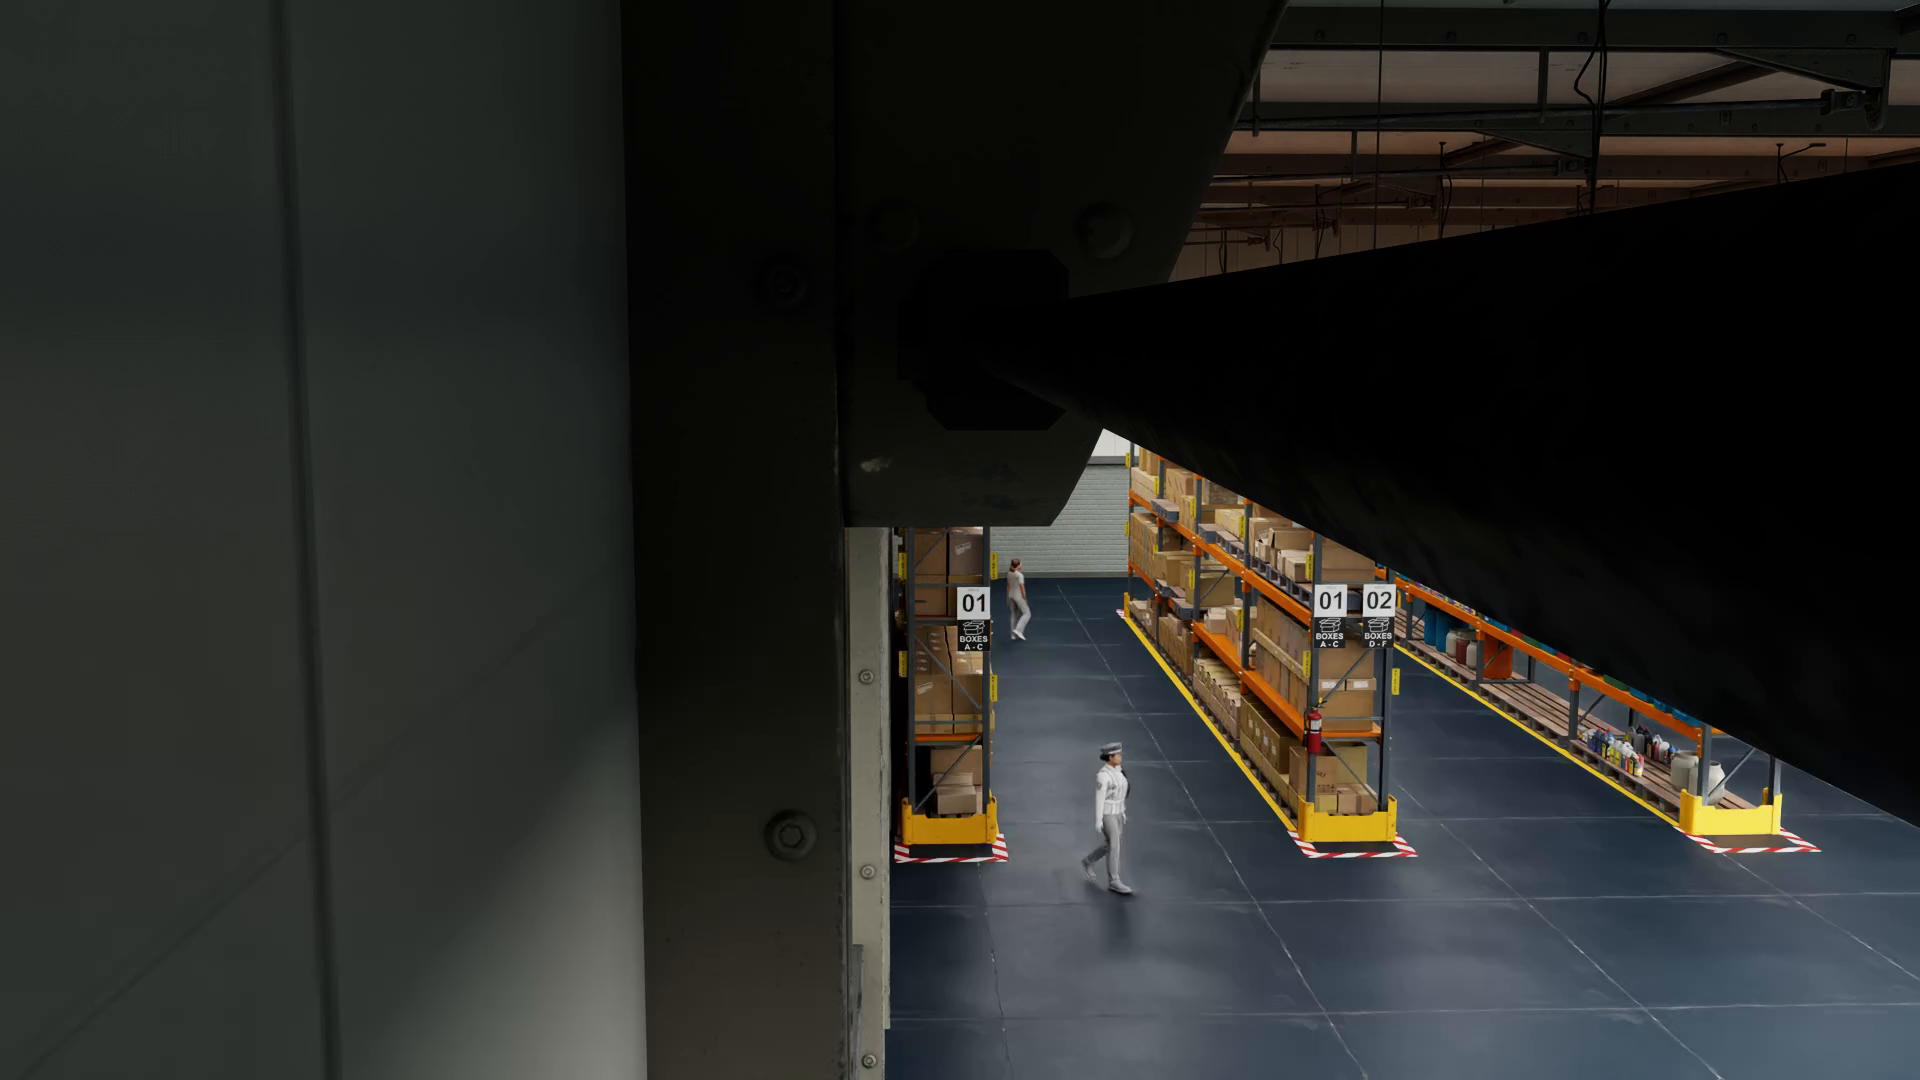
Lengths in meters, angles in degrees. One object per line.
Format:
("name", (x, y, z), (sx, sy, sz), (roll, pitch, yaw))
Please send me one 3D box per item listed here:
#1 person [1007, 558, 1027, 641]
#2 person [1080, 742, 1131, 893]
("person", (1.152, 1.207, 33.644), (0.496, 1.666, 0.615), (-6, 10, -41))
("person", (1.679, 3.102, 18.836), (0.677, 1.662, 0.512), (4, 8, 28))
